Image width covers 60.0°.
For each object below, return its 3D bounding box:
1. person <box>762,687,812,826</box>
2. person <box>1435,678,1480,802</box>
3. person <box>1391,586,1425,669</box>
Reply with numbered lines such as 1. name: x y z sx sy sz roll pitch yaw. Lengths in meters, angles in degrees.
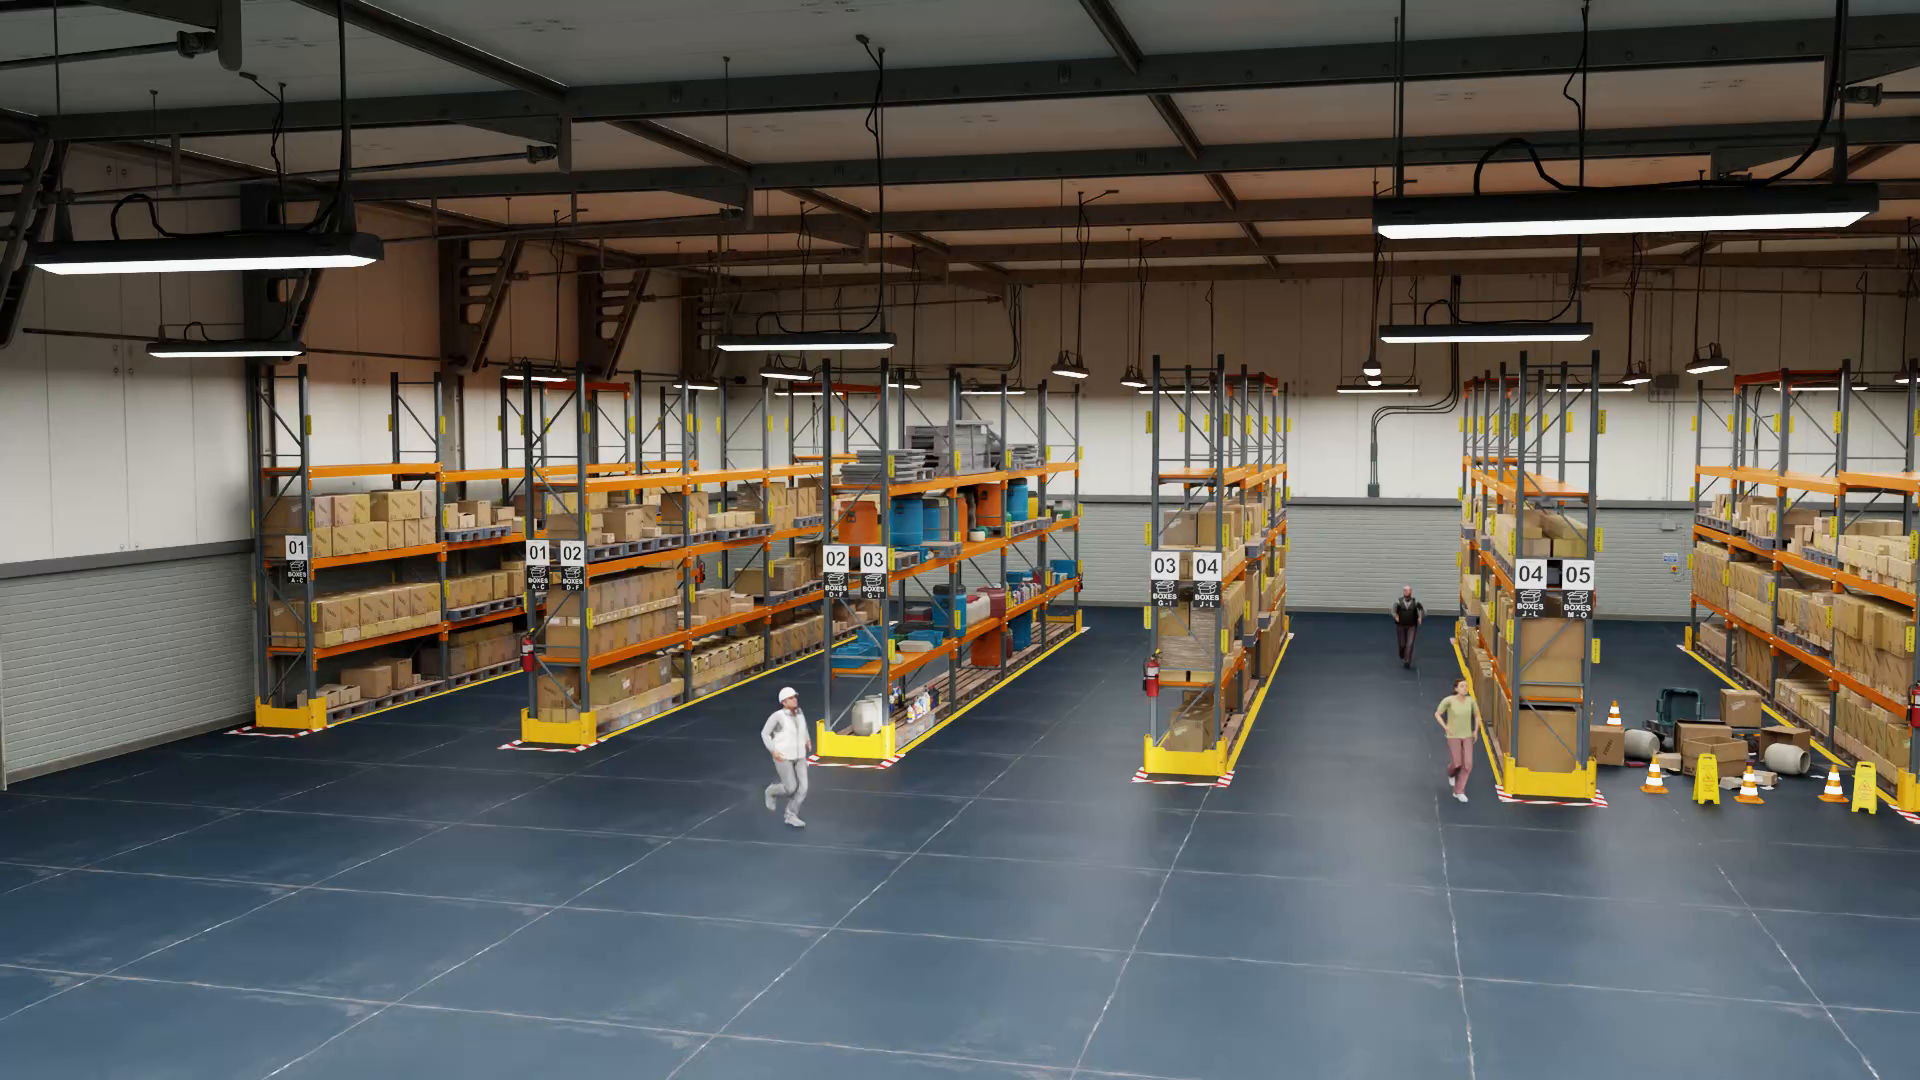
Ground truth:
1. person: -2.157 2.712 20.866 0.696 1.736 0.581 -4 5 -43
2. person: 6.701 2.657 22.348 0.615 1.640 0.570 0 4 -1
3. person: 9.250 1.801 34.364 0.677 1.696 0.905 1 4 15
